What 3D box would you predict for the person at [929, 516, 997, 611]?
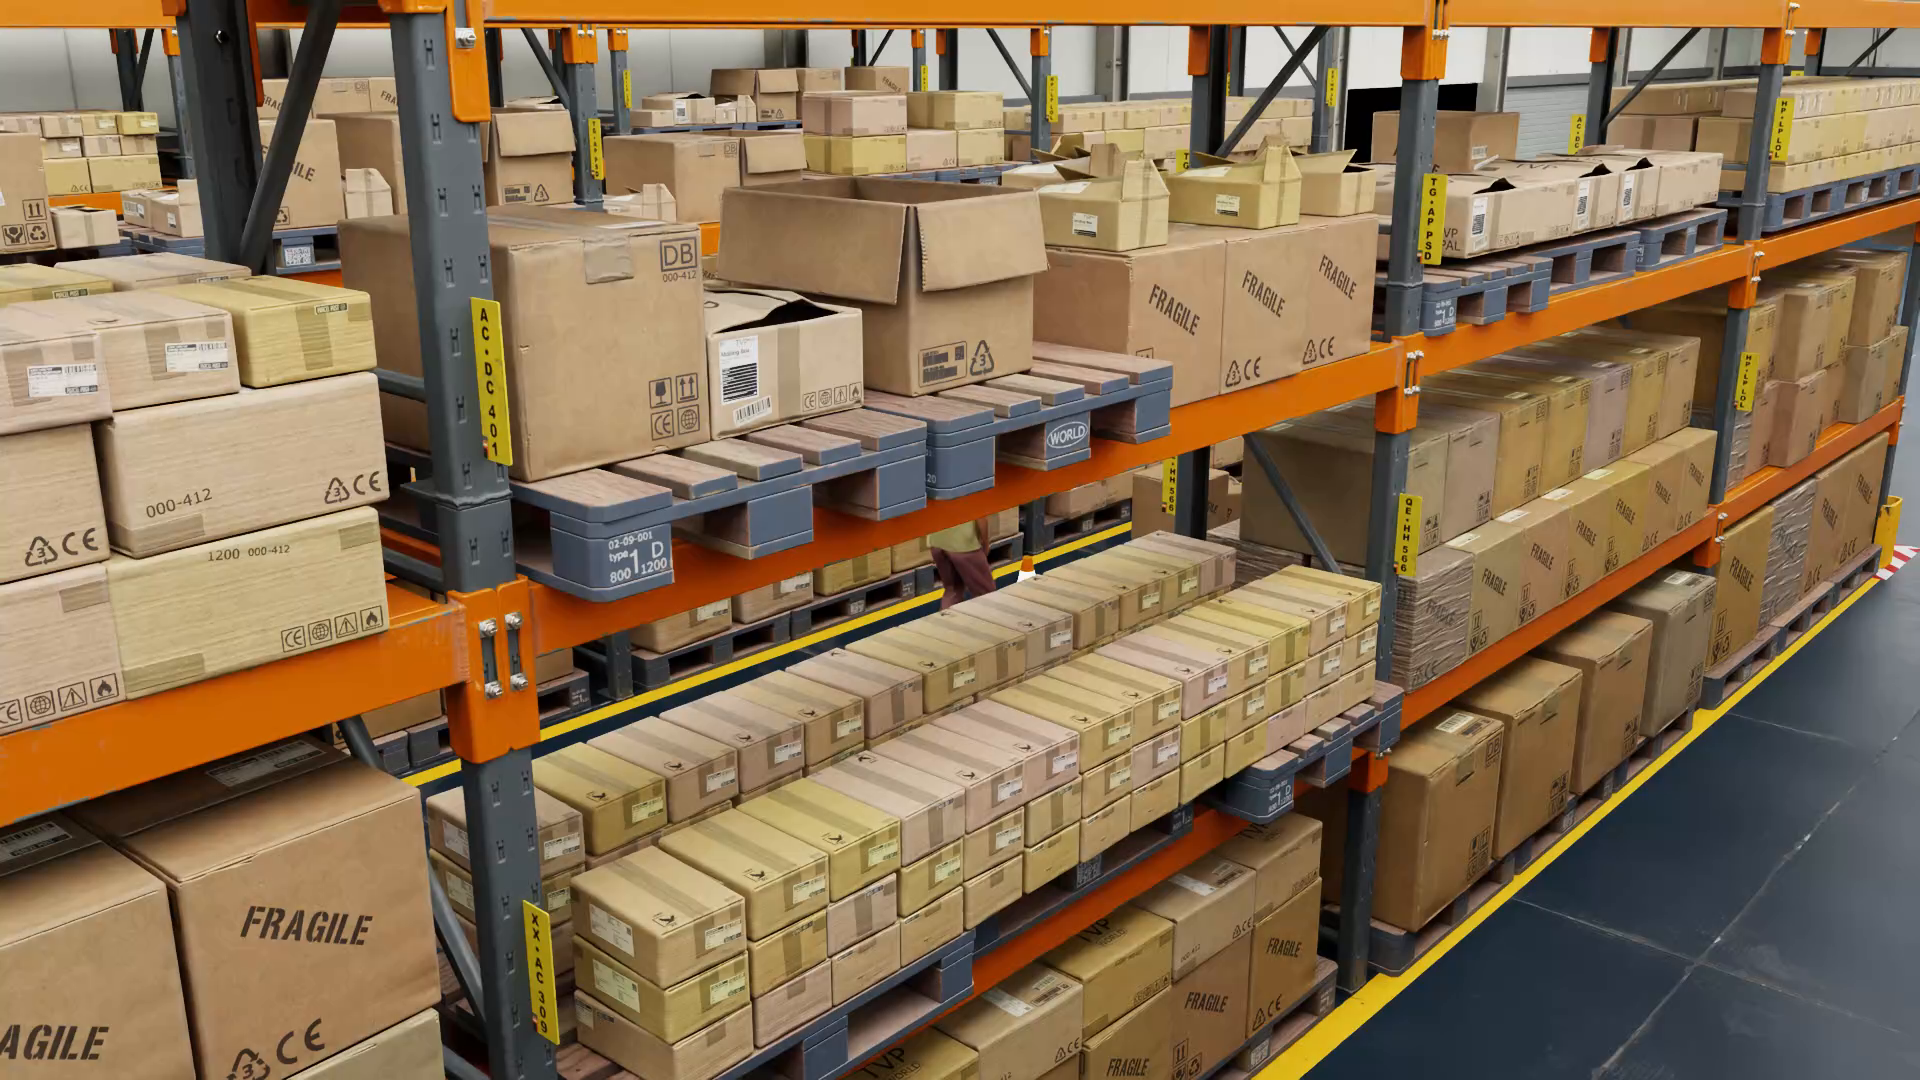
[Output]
[{"bbox_3d":[-0.001,0.030,10.565,0.474,1.616,0.406,15,23,41],"label":"person"}]
